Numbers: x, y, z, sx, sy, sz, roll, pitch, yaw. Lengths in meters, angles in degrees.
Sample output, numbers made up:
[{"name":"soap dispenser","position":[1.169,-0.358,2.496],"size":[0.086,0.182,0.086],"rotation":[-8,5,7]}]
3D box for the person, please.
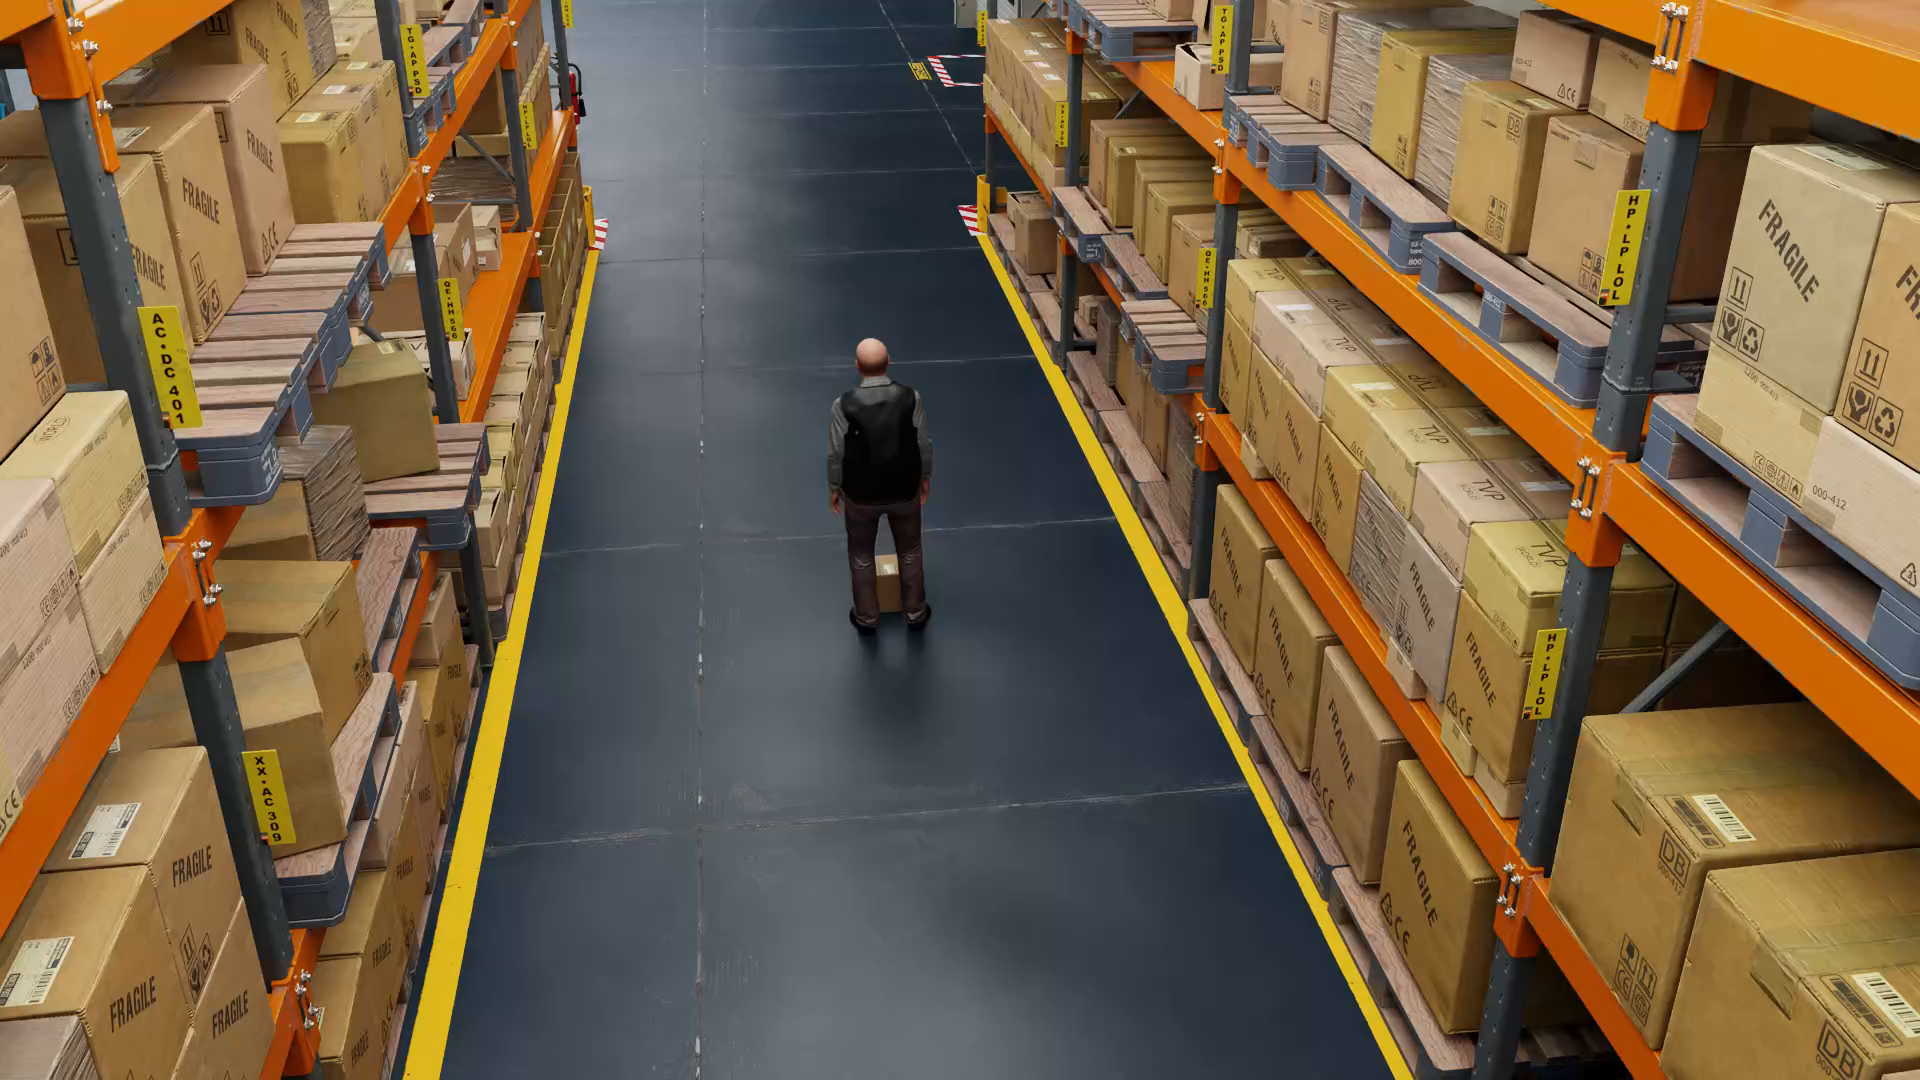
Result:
[{"name":"person","position":[-0.435,-0.224,9.197],"size":[0.592,1.619,0.424],"rotation":[-5,27,-10]}]
